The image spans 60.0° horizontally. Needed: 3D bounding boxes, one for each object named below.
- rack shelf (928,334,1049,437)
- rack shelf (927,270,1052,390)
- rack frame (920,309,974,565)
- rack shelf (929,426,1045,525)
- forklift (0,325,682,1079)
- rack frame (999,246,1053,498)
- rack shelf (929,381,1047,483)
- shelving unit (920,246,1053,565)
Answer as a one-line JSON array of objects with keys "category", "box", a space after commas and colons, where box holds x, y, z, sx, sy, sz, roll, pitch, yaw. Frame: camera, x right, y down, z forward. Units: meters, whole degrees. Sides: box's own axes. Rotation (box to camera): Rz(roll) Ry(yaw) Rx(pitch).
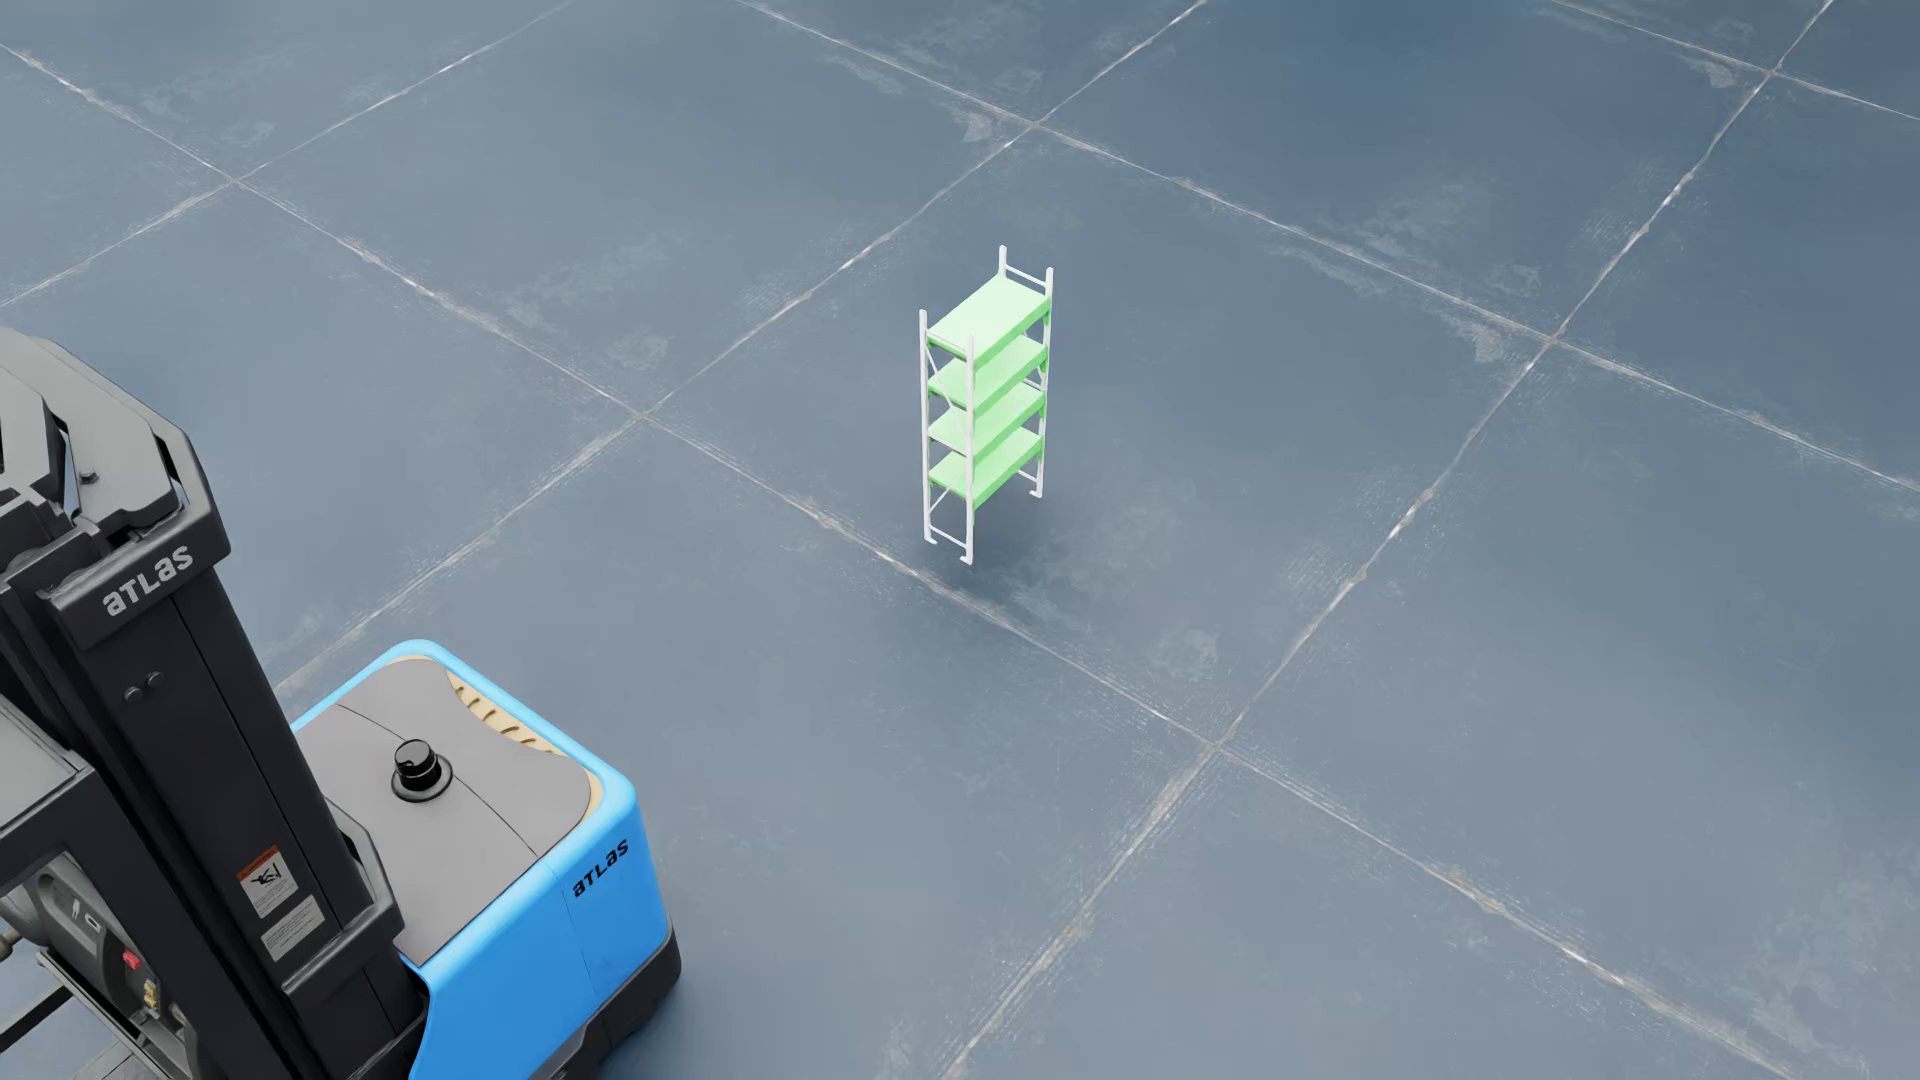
[{"category": "rack shelf", "box": [0.101, -0.631, 6.444, 0.258, 0.148, 0.480, 29, 53, 25]}, {"category": "rack shelf", "box": [0.101, -0.797, 6.270, 0.258, 0.148, 0.480, 29, 53, 25]}, {"category": "rack frame", "box": [-0.048, -0.370, 6.438, 0.240, 1.200, 0.015, 29, 53, 25]}, {"category": "rack shelf", "box": [0.101, -0.299, 6.791, 0.258, 0.148, 0.480, 29, 53, 25]}, {"category": "forklift", "box": [-2.212, 1.069, 3.867, 1.130, 2.935, 3.031, 29, 53, 25]}, {"category": "rack frame", "box": [0.250, -0.649, 6.705, 0.240, 1.200, 0.015, 29, 53, 25]}, {"category": "rack shelf", "box": [0.101, -0.465, 6.618, 0.258, 0.148, 0.480, 29, 53, 25]}, {"category": "shelving unit", "box": [0.101, -0.509, 6.571, 0.258, 1.200, 0.503, 29, 53, 25]}]
